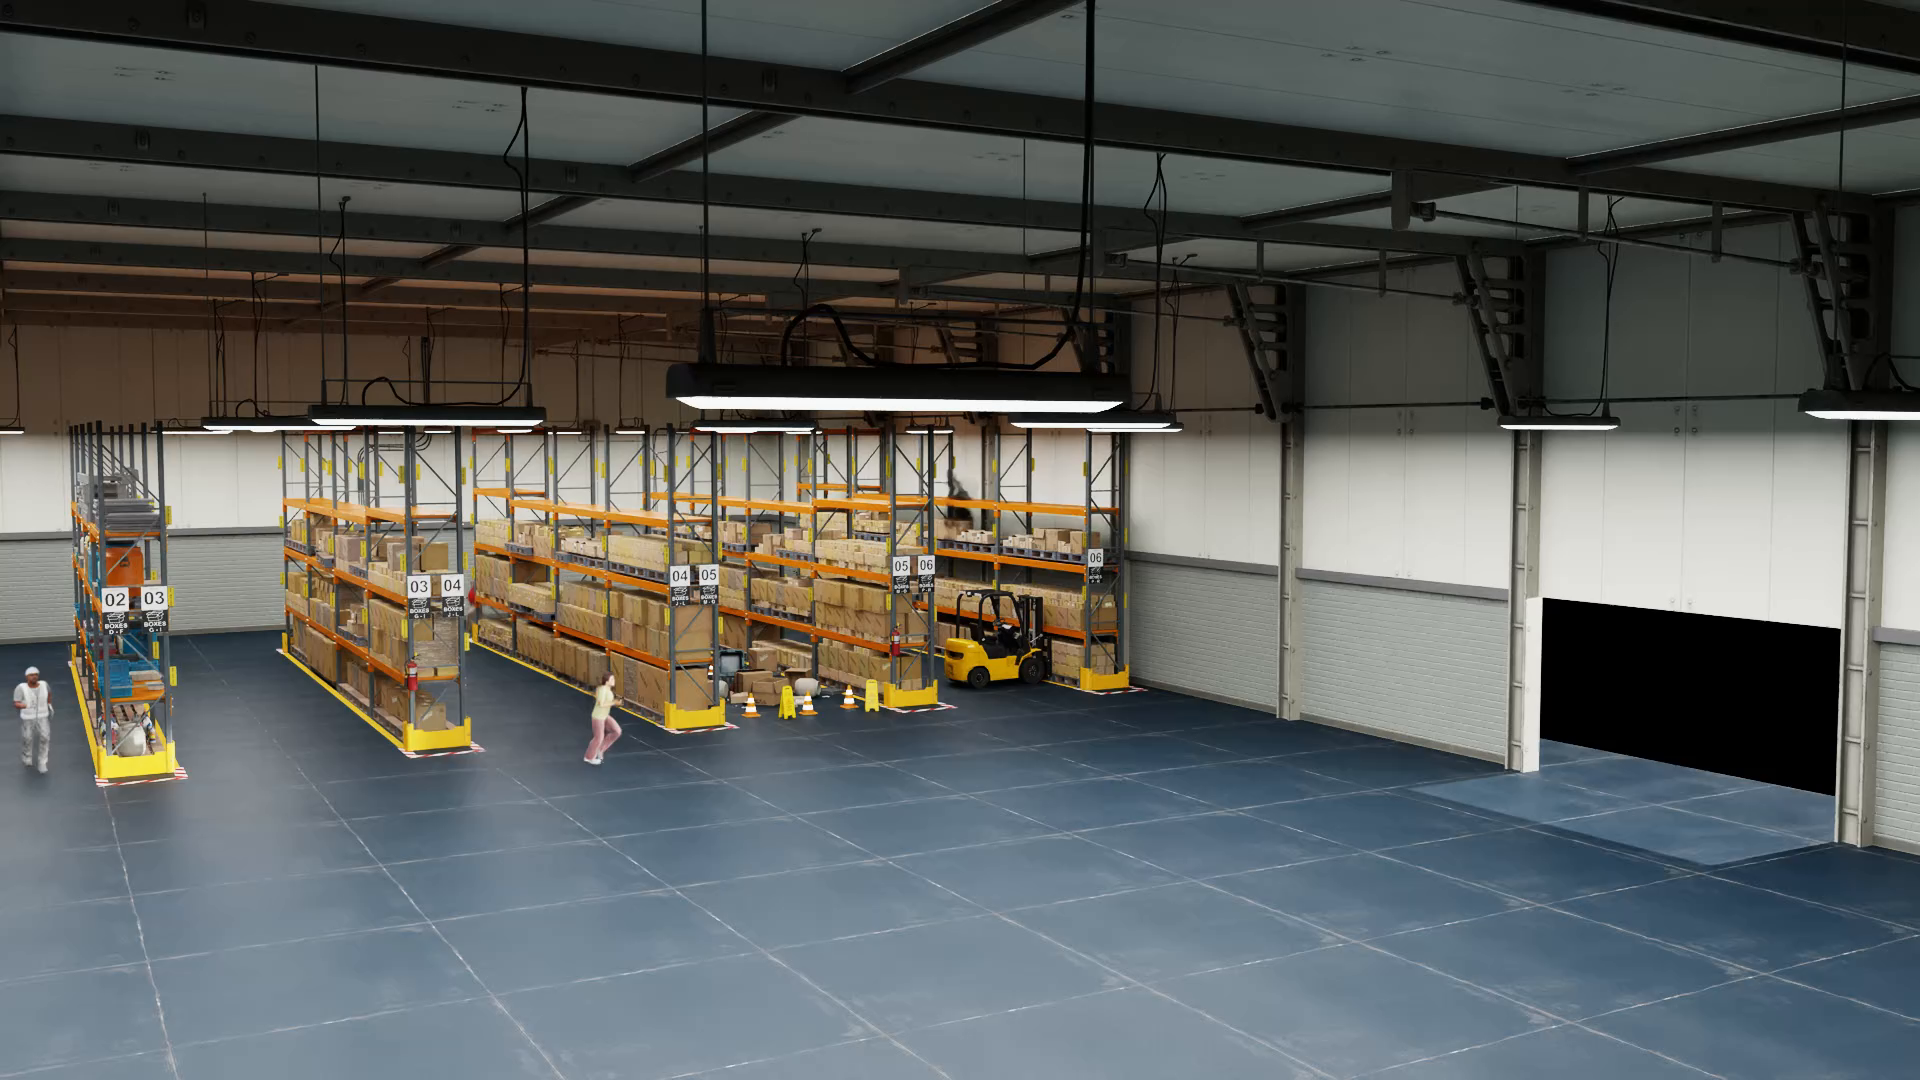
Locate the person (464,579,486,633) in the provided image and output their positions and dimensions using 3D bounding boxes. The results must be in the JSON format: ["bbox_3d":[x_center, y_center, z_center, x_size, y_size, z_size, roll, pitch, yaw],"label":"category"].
[{"bbox_3d":[-13.956,1.932,47.997,0.934,1.712,0.788,-2,4,-24],"label":"person"}]

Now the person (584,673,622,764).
[{"bbox_3d":[-6.230,3.110,28.993,0.739,1.606,0.548,1,4,11],"label":"person"}]

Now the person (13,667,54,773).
[{"bbox_3d":[-15.826,3.076,28.440,0.657,1.834,0.851,-3,5,-41],"label":"person"}]
